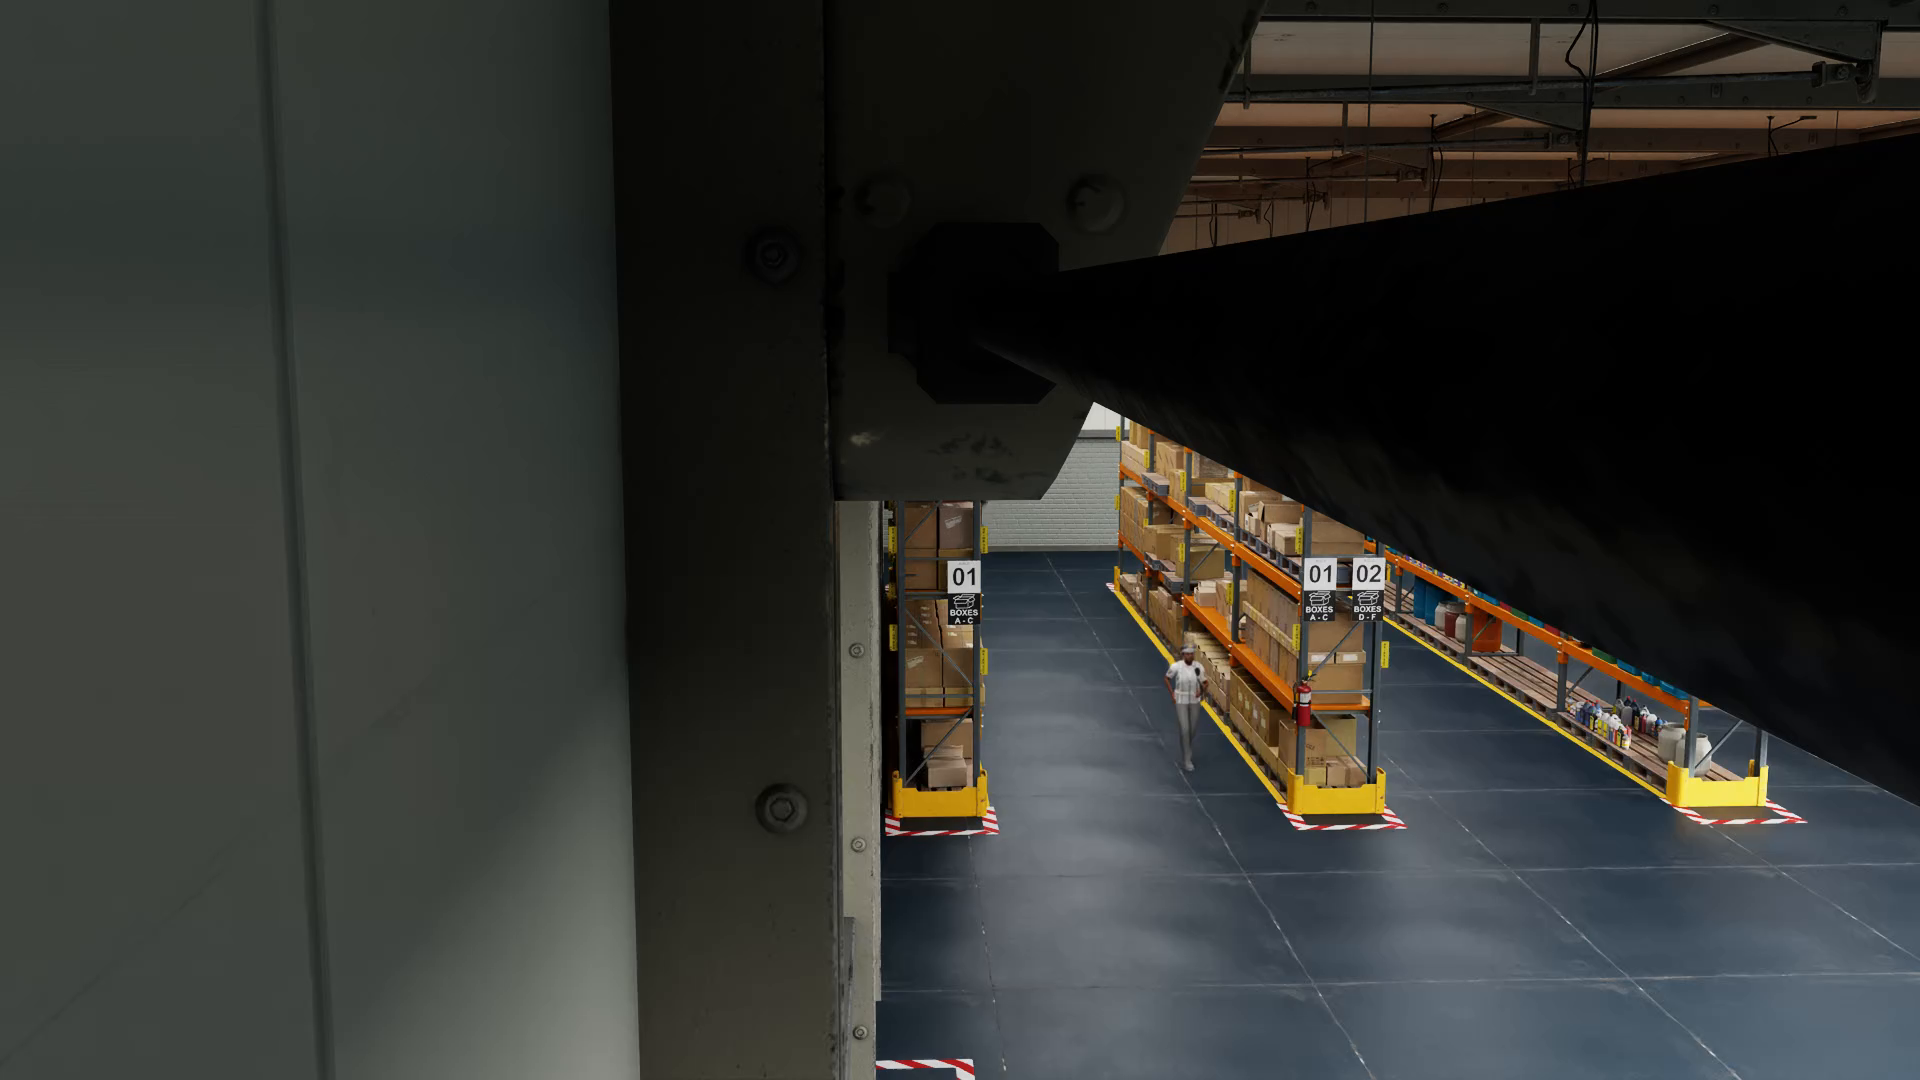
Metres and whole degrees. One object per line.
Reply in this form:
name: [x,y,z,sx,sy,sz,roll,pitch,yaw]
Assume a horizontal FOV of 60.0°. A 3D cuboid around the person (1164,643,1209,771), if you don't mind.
person: [3.107,2.225,22.716,0.591,1.699,0.835,-1,8,-5]
